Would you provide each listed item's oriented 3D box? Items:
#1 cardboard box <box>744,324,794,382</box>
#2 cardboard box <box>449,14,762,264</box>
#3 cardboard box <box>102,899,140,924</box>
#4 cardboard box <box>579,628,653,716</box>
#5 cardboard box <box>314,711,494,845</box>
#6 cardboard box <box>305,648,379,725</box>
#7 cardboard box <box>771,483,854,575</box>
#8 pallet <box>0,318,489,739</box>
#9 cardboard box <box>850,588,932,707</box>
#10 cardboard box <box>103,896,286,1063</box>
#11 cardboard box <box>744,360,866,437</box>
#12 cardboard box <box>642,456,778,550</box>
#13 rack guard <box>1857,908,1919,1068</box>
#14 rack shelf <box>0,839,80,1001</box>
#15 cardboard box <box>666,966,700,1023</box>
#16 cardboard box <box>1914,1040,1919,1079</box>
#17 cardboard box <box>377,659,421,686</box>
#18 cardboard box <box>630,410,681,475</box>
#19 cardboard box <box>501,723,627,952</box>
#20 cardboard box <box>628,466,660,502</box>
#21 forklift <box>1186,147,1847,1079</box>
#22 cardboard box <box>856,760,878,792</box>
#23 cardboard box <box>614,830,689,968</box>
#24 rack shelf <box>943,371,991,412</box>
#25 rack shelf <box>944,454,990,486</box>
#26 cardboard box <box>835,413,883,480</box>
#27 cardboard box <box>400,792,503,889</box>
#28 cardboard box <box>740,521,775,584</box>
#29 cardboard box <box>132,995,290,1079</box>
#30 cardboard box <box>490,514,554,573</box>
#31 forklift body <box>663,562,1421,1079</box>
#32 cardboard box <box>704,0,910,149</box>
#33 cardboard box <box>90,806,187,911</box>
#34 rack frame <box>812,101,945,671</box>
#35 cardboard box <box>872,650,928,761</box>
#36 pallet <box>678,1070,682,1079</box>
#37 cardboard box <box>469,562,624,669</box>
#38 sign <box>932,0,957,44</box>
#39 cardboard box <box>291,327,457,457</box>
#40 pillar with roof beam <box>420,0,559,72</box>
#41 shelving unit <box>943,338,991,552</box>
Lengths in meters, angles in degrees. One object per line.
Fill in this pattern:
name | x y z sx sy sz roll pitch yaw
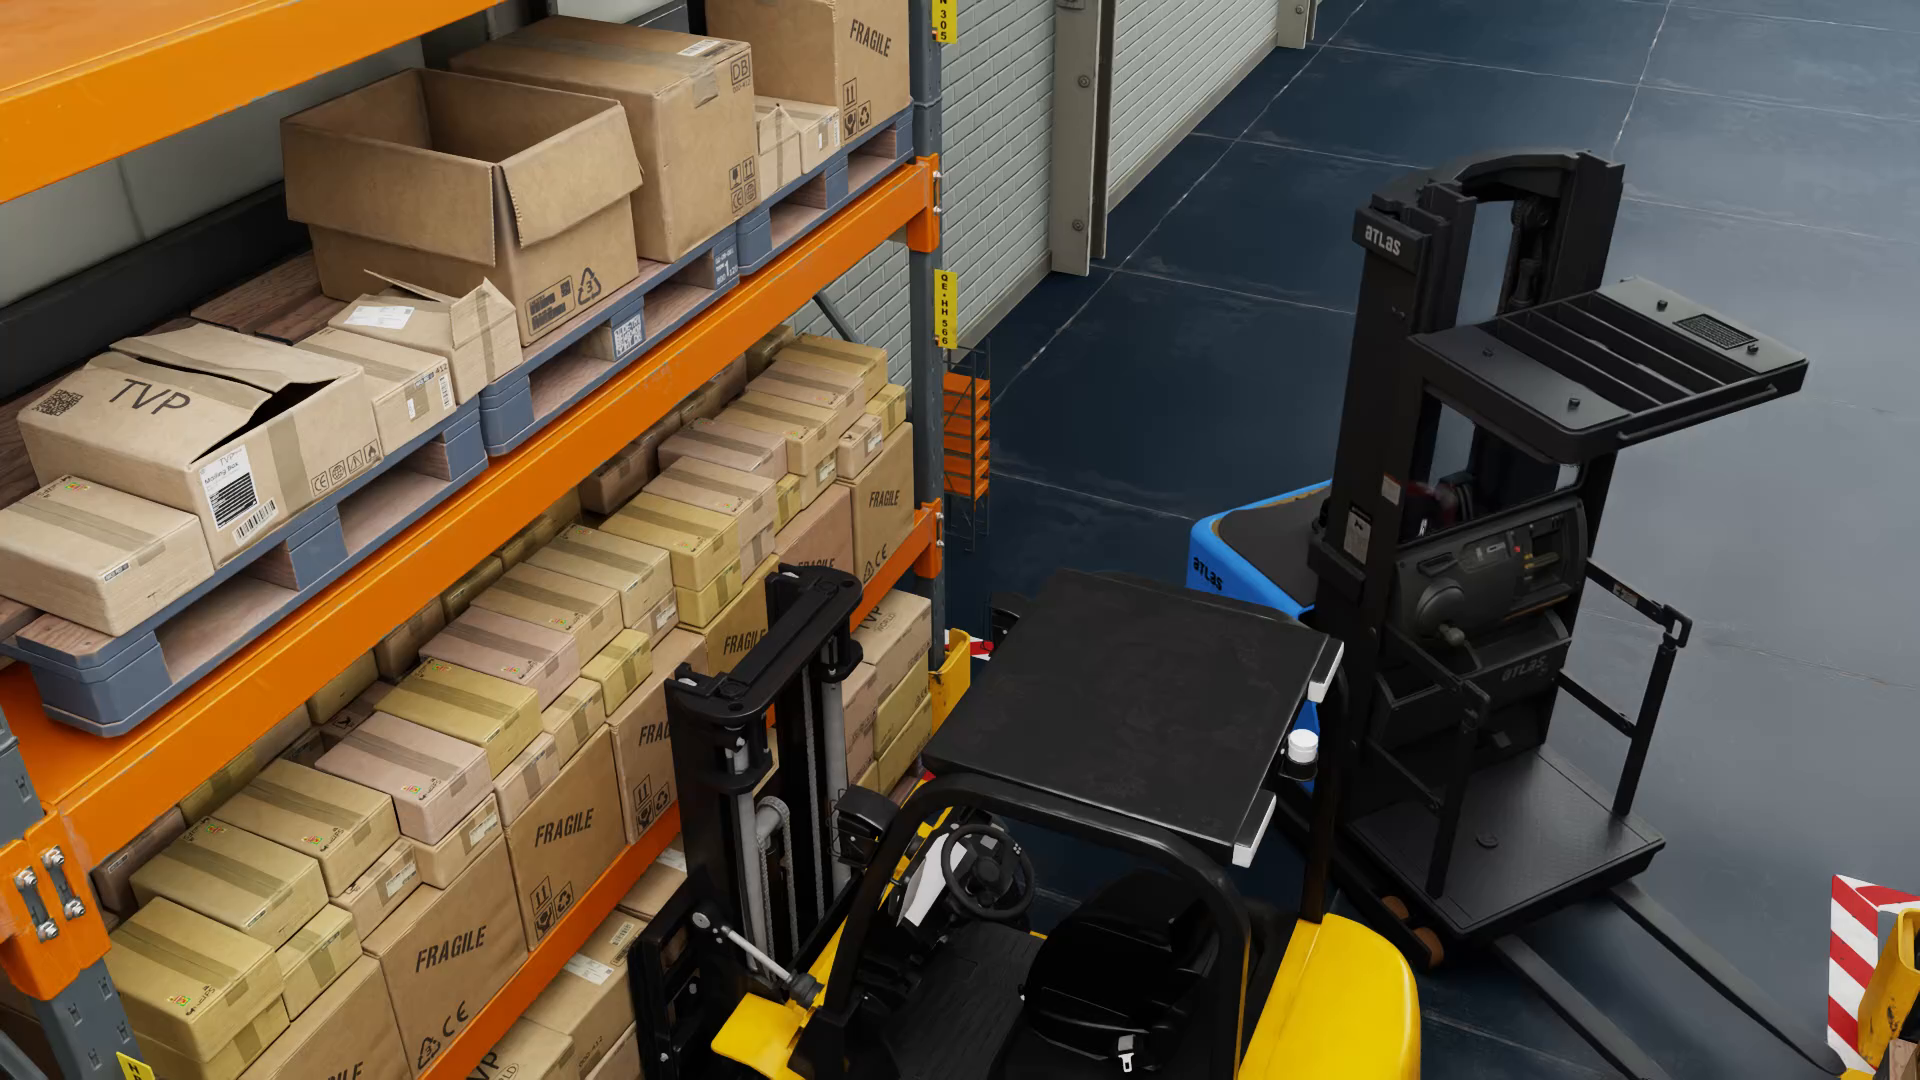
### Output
cardboard box | -0.880 -0.764 6.595 0.380 0.149 0.250 13 36 20
cardboard box | -1.028 -1.195 4.905 0.700 0.500 0.500 14 36 21
cardboard box | -2.244 0.882 4.355 0.380 0.149 0.250 13 35 19
cardboard box | -1.181 0.370 5.136 0.380 0.149 0.250 13 36 20
cardboard box | -1.489 0.634 4.462 0.380 0.149 0.250 15 36 22
cardboard box | -1.944 0.367 4.869 0.380 0.149 0.250 14 36 20
cardboard box | -0.738 0.075 6.178 0.500 0.500 0.500 15 36 22
pallet | -1.885 -0.101 3.882 1.003 0.211 1.213 14 36 20
cardboard box | -0.454 0.412 6.968 0.500 0.250 0.500 15 36 22
cardboard box | -1.816 1.019 3.875 0.380 0.149 0.250 15 36 21
cardboard box | -0.579 -0.526 6.231 0.380 0.149 0.250 14 36 21
cardboard box | -0.843 -0.127 5.623 0.380 0.149 0.250 15 36 22
rack guard | 3.933 1.775 5.956 1.175 0.500 0.348 14 36 20
rack shelf | -3.055 1.590 1.879 1.077 0.370 4.000 14 36 20
cardboard box | -1.094 1.392 5.929 0.500 0.250 0.500 14 36 20
cardboard box | 3.367 1.703 5.227 0.500 0.500 0.500 13 35 19
cardboard box | -1.781 0.371 5.134 0.380 0.149 0.250 14 36 20
cardboard box | -1.234 -0.387 6.019 0.380 0.149 0.250 14 36 21
cardboard box | -1.382 0.828 5.028 0.500 0.500 0.500 14 36 20
cardboard box | -1.247 -0.267 6.107 0.380 0.149 0.250 13 35 19
forklift | 2.129 0.181 6.170 1.130 2.935 3.031 -16 37 -23
cardboard box | -0.671 1.081 6.859 0.500 0.250 0.500 14 36 20
cardboard box | -1.084 1.172 5.809 0.500 0.250 0.500 13 36 20
rack shelf | 0.006 -0.773 8.627 0.258 0.103 0.180 14 36 20
rack shelf | 0.006 -0.371 8.891 0.258 0.103 0.180 14 36 20
cardboard box | -0.516 -0.387 6.291 0.380 0.149 0.250 15 36 21
cardboard box | -1.485 0.764 4.535 0.380 0.149 0.250 15 36 22
cardboard box | -0.863 -0.007 5.711 0.380 0.149 0.250 13 35 19
cardboard box | -1.846 1.136 3.968 0.380 0.149 0.250 14 36 20
cardboard box | -1.553 -0.001 5.430 0.380 0.149 0.250 14 36 21
forklift body | 0.319 1.273 5.216 2.313 2.155 1.214 14 36 20
cardboard box | -0.509 -1.682 5.648 0.500 0.500 0.500 15 36 22
cardboard box | -2.217 0.766 4.261 0.380 0.149 0.250 13 36 19
rack frame | -0.545 -0.445 7.062 1.000 3.000 0.127 14 36 20
cardboard box | -0.465 0.634 7.085 0.500 0.250 0.500 14 36 20
pallet | -1.339 1.717 6.308 1.003 0.211 1.213 14 36 20
cardboard box | -1.261 0.231 5.077 0.380 0.149 0.250 14 36 21
sign | -0.058 -1.905 5.818 0.100 0.325 0.005 14 36 20
cardboard box | -1.433 -0.356 3.946 0.380 0.149 0.250 15 36 22
pillar with roof beam | 2.255 -1.826 3.697 9.100 9.000 0.400 14 36 20
shelving unit | 0.006 -0.509 8.800 0.258 1.200 0.189 14 36 20
